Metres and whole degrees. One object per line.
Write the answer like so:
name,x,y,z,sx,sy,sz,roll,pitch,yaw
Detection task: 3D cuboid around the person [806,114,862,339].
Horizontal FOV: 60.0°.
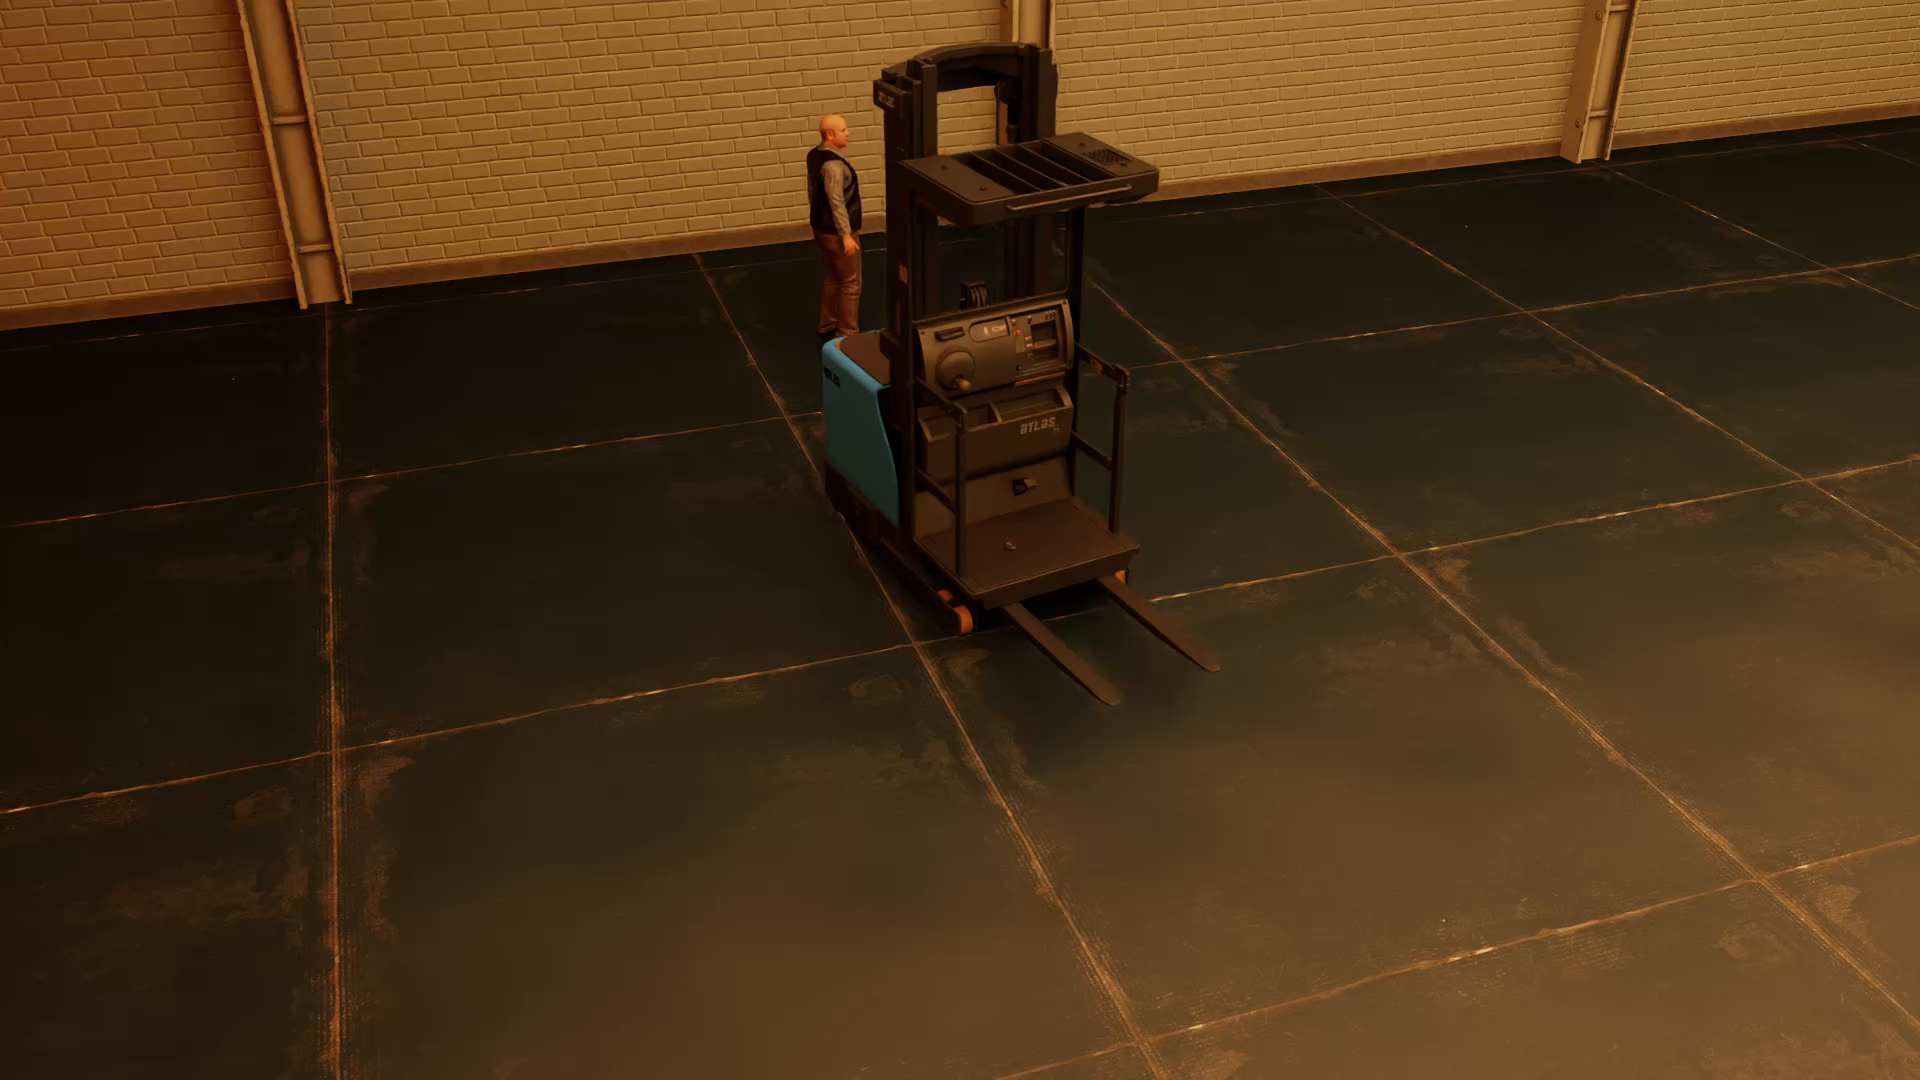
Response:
person,-0.878,-2.280,12.265,0.411,1.723,0.632,-14,33,-22

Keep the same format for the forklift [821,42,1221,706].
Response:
forklift,0.305,-1.005,8.834,1.130,2.935,3.031,-15,33,-25
